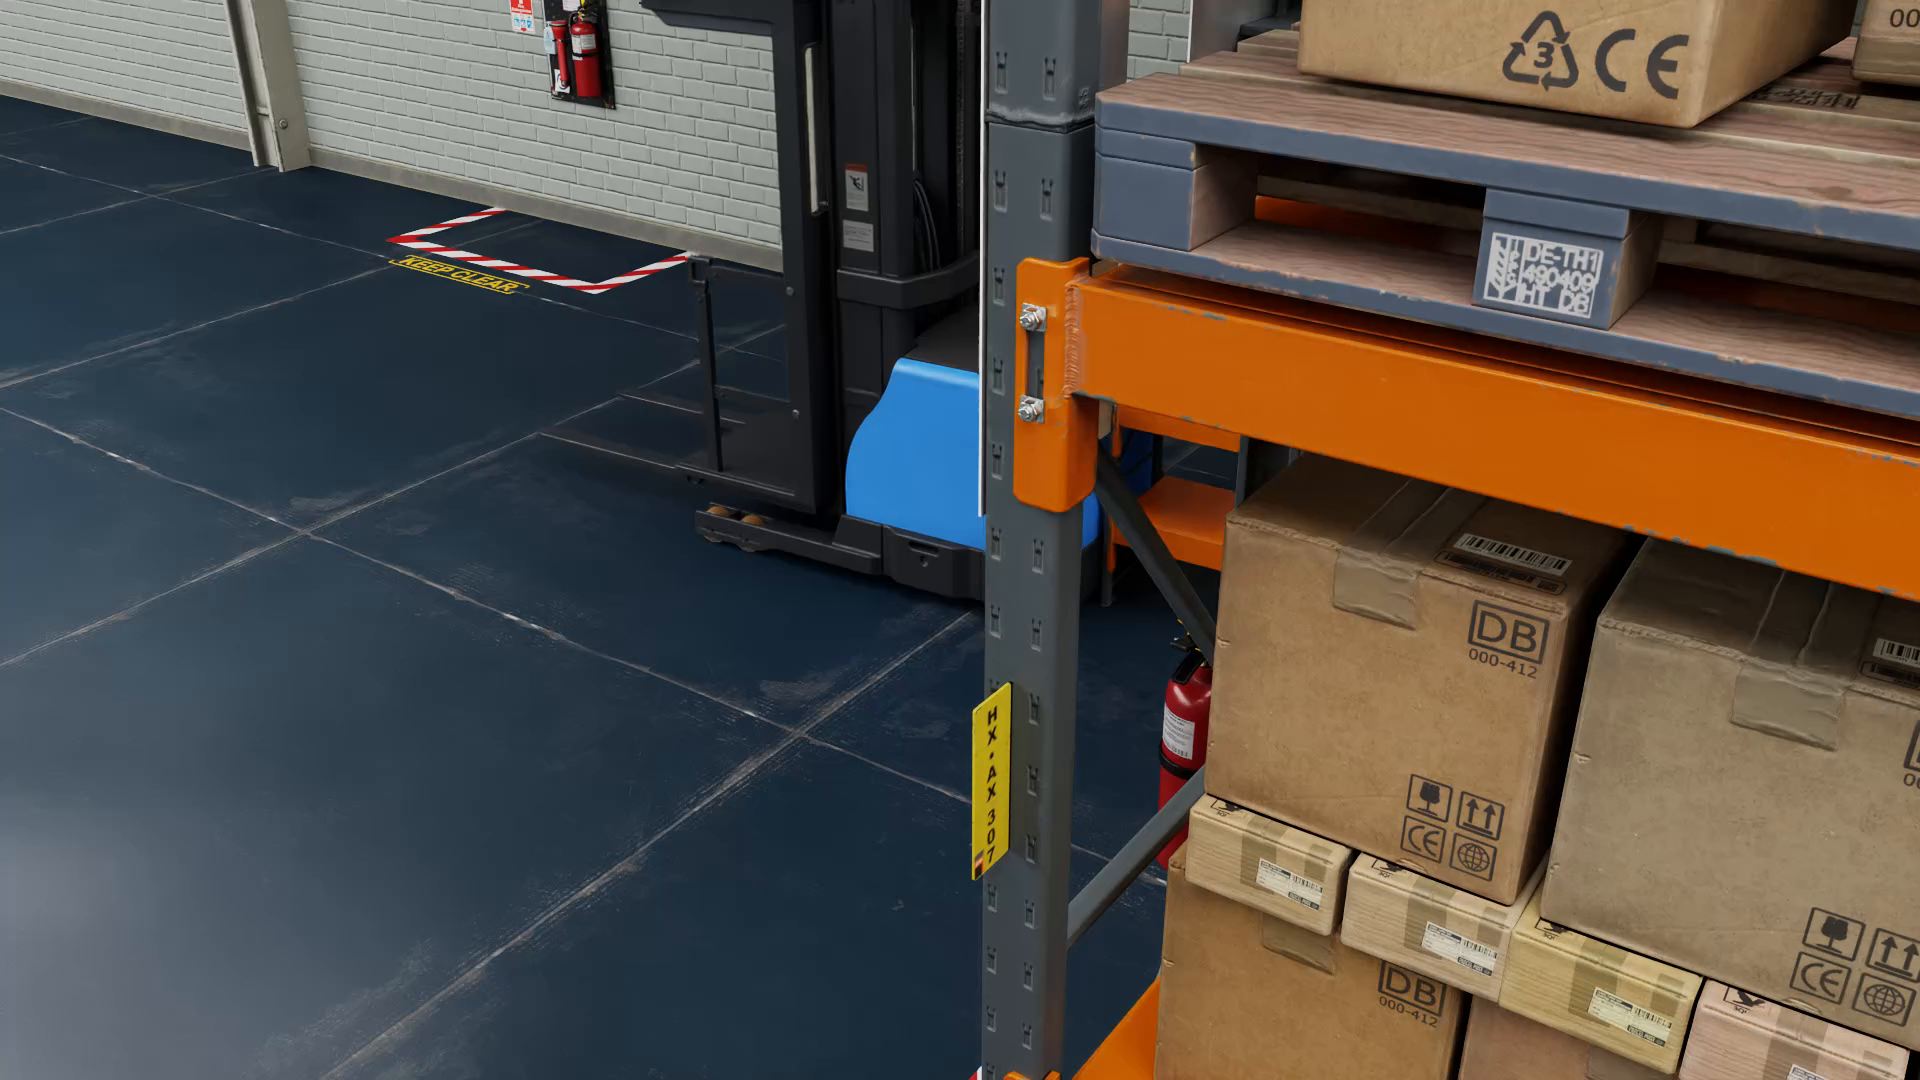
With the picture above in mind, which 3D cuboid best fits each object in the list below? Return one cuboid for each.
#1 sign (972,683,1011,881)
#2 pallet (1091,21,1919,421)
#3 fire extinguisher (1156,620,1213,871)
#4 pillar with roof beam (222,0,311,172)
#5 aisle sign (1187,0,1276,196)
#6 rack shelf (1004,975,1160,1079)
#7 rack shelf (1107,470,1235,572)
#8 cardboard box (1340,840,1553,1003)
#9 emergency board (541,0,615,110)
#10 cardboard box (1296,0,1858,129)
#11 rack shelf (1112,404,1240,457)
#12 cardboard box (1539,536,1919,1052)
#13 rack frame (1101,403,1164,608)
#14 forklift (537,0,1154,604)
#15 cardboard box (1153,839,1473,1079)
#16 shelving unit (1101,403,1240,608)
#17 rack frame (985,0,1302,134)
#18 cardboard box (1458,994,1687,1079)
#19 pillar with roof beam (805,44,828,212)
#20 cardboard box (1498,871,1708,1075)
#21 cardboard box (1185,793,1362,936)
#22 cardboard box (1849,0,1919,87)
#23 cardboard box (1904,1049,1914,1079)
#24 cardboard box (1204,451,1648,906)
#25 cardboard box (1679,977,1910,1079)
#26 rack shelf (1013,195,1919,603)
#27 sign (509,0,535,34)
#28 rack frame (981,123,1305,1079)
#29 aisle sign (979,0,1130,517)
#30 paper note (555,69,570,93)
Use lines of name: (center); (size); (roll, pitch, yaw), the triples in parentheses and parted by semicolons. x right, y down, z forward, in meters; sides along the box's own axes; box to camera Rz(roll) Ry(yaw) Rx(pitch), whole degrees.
sign: (0.050, 0.386, 2.642); (0.005, 0.325, 0.100); (17, 32, 30)
pallet: (0.937, -0.505, 2.225); (1.213, 0.211, 1.003); (17, 32, 30)
fire extinguisher: (0.534, 0.432, 3.679); (0.183, 0.674, 0.296); (17, 32, 30)
pillar with roof beam: (-8.092, -5.541, 8.716); (0.400, 9.000, 9.100); (17, 32, 30)
aisle sign: (0.481, -0.684, 2.920); (0.004, 0.787, 0.394); (17, 32, 30)
rack shelf: (2.017, 1.436, 2.415); (4.000, 0.370, 1.077); (17, 32, 30)
rack shelf: (1.186, 0.028, 6.994); (1.000, 0.278, 0.538); (15, 31, 27)
cardboard box: (0.789, 0.516, 2.604); (0.250, 0.149, 0.380); (16, 31, 29)
emergency board: (-2.724, -3.585, 11.487); (0.643, 1.169, 0.194); (17, 32, 30)
cardboard box: (0.840, -0.882, 2.137); (0.637, 0.503, 0.797); (20, 33, 34)
rack shelf: (1.186, -0.451, 6.750); (1.000, 0.278, 0.538); (15, 31, 27)
cardboard box: (1.227, 0.250, 2.411); (0.500, 0.500, 0.700); (16, 31, 29)
rack frame: (0.751, -0.309, 7.118); (0.032, 1.125, 0.500); (15, 31, 27)
forklift: (-0.641, -1.443, 7.354); (3.031, 2.935, 1.130); (14, 30, 26)
cardboard box: (0.746, 0.682, 2.993); (0.500, 0.500, 0.700); (17, 32, 30)
shelving unit: (1.186, -0.190, 6.883); (1.048, 1.125, 0.538); (15, 31, 27)
rack frame: (0.369, -2.072, 1.900); (0.127, 3.000, 1.000); (17, 32, 30)
cardboard box: (1.182, 0.815, 2.732); (0.500, 0.500, 0.700); (18, 32, 32)
pillar with roof beam: (-3.146, -4.000, 5.688); (0.400, 9.000, 9.100); (17, 32, 30)
cardboard box: (0.994, 0.580, 2.477); (0.250, 0.149, 0.380); (17, 32, 31)
cardboard box: (0.570, 0.449, 2.735); (0.250, 0.149, 0.380); (17, 32, 30)
cardboard box: (1.467, -0.721, 2.100); (0.500, 0.250, 0.500); (17, 32, 30)
cardboard box: (1.588, 0.944, 2.477); (0.500, 0.500, 0.700); (18, 32, 31)
cardboard box: (0.790, 0.117, 2.672); (0.500, 0.500, 0.700); (17, 32, 30)
cardboard box: (1.201, 0.646, 2.348); (0.250, 0.149, 0.380); (17, 31, 30)
rack shelf: (2.017, 0.099, 1.735); (4.000, 0.370, 1.077); (17, 32, 30)
sign: (-3.121, -3.781, 11.833); (0.234, 0.329, 0.001); (17, 32, 30)
rack frame: (0.369, 0.601, 3.261); (0.127, 3.000, 1.000); (17, 32, 30)
aisle sign: (0.141, -0.459, 2.479); (0.004, 0.787, 0.394); (17, 32, 30)
paper note: (-2.831, -3.263, 11.827); (0.142, 0.148, 0.016); (17, 32, 30)
